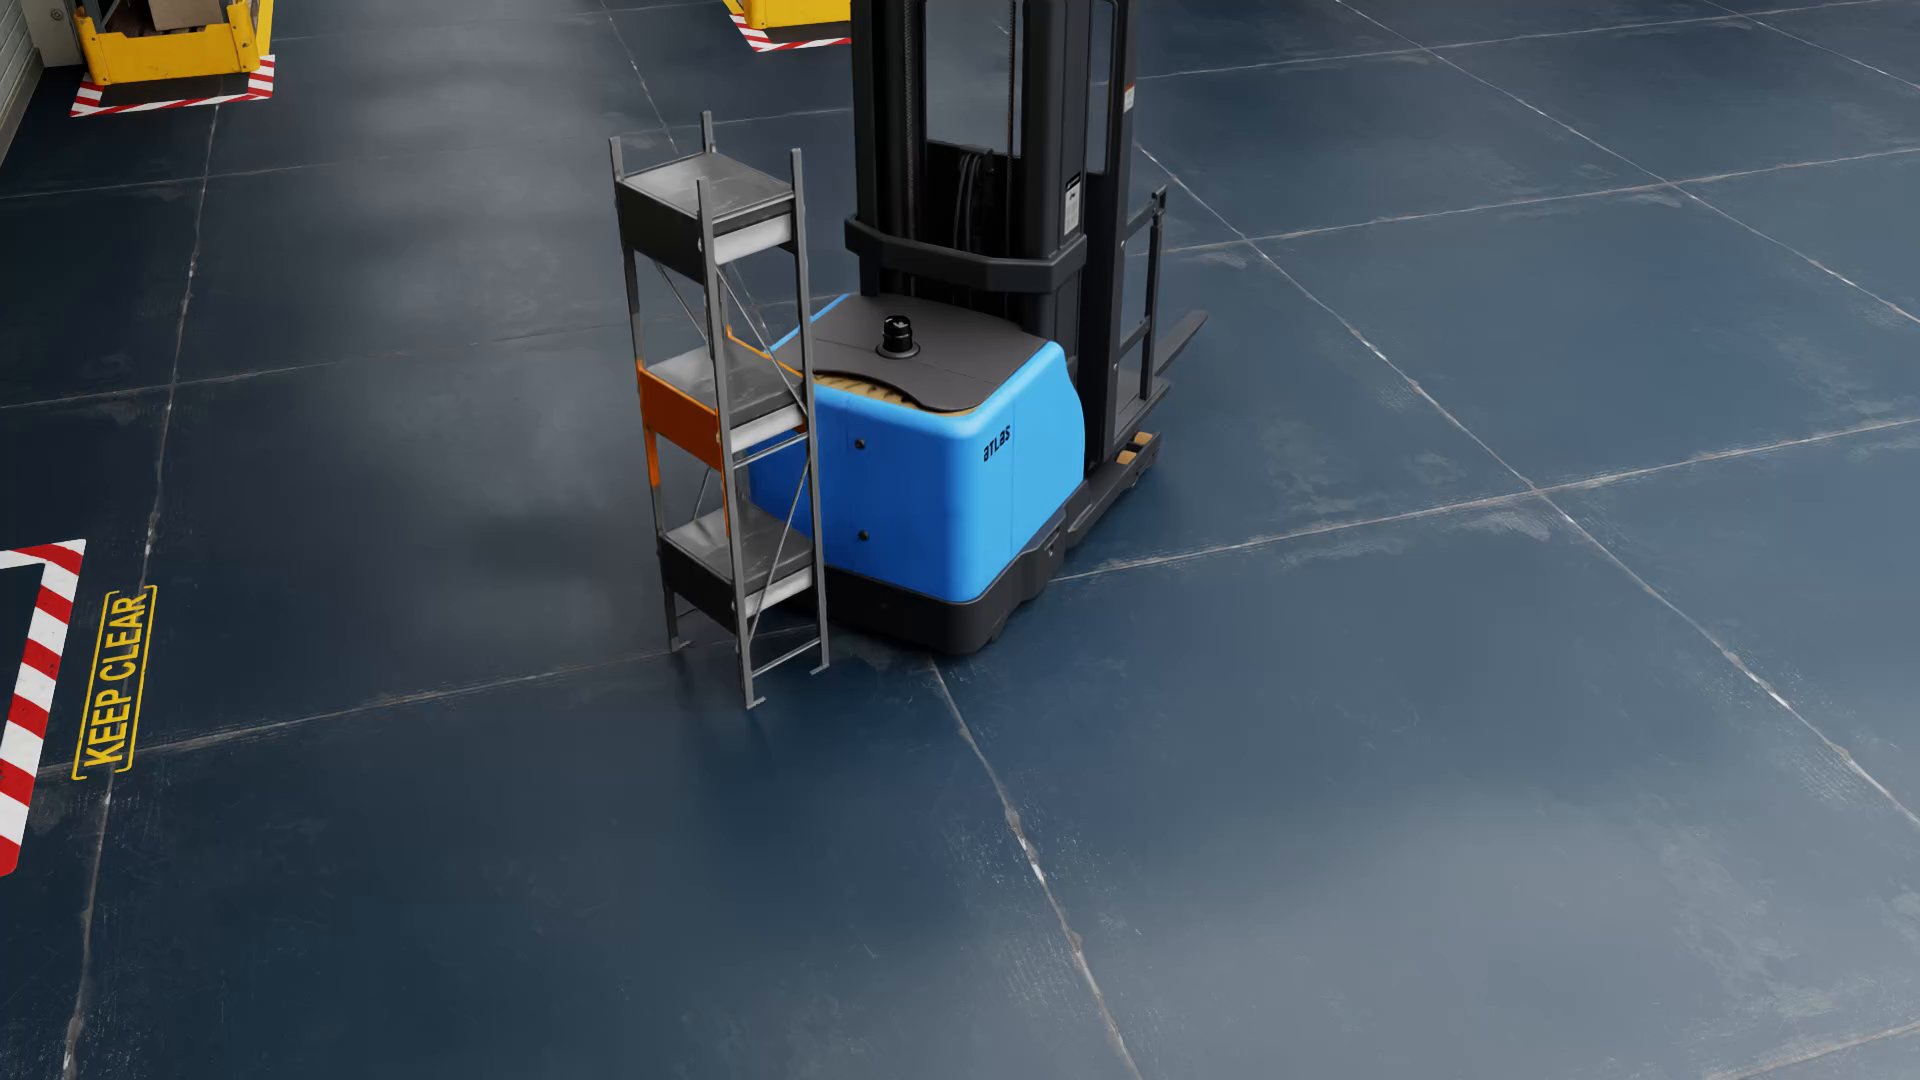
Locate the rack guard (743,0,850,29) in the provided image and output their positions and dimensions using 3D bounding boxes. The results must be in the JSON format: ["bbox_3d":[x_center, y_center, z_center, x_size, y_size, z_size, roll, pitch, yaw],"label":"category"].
[{"bbox_3d":[-1.194,-4.551,13.684,1.175,0.500,0.348,-10,35,-15],"label":"rack guard"}]

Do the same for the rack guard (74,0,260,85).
[{"bbox_3d":[-5.941,-3.769,12.500,1.175,0.500,0.348,-10,35,-15],"label":"rack guard"}]

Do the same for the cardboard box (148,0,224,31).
[{"bbox_3d":[-6.043,-4.212,12.943,0.500,0.311,0.500,-14,36,-20],"label":"cardboard box"}]

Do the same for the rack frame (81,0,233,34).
[{"bbox_3d":[-5.918,-4.772,11.751,1.000,3.000,0.127,-10,35,-15],"label":"rack frame"}]

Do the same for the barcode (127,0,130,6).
[{"bbox_3d":[-6.430,-4.158,12.853,0.001,0.075,0.075,-10,35,-15],"label":"barcode"}]

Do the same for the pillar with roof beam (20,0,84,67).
[{"bbox_3d":[-2.855,-8.221,11.528,9.100,9.000,0.400,-10,35,-15],"label":"pillar with roof beam"}]

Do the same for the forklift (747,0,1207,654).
[{"bbox_3d":[0.284,-1.571,6.968,1.130,2.935,3.031,16,37,23],"label":"forklift"}]

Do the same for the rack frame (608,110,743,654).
[{"bbox_3d":[-0.996,-0.505,6.110,0.400,2.100,0.015,-27,42,-35],"label":"rack frame"}]

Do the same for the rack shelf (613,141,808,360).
[{"bbox_3d":[-0.829,-0.980,5.584,0.431,0.518,0.480,-27,42,-35],"label":"rack shelf"}]

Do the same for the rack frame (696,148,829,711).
[{"bbox_3d":[-0.662,-0.309,5.813,0.400,2.100,0.015,-27,42,-35],"label":"rack frame"}]

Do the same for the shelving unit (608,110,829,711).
[{"bbox_3d":[-0.829,-0.407,5.962,0.431,2.100,0.503,-27,42,-35],"label":"shelving unit"}]

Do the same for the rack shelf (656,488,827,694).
[{"bbox_3d":[-0.829,0.188,6.355,0.431,0.518,0.480,-27,42,-35],"label":"rack shelf"}]

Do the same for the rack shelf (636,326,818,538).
[{"bbox_3d":[-0.829,-0.396,5.969,0.431,0.518,0.480,-27,42,-35],"label":"rack shelf"}]

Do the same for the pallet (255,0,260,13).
[{"bbox_3d":[-6.524,-4.720,14.202,1.003,0.211,1.213,-10,35,-15],"label":"pallet"}]

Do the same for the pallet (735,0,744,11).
[{"bbox_3d":[-1.475,-4.838,14.380,1.003,0.211,1.213,-10,35,-15],"label":"pallet"}]

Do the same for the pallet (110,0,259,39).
[{"bbox_3d":[-6.155,-4.081,13.234,1.003,0.211,1.213,-10,35,-15],"label":"pallet"}]
